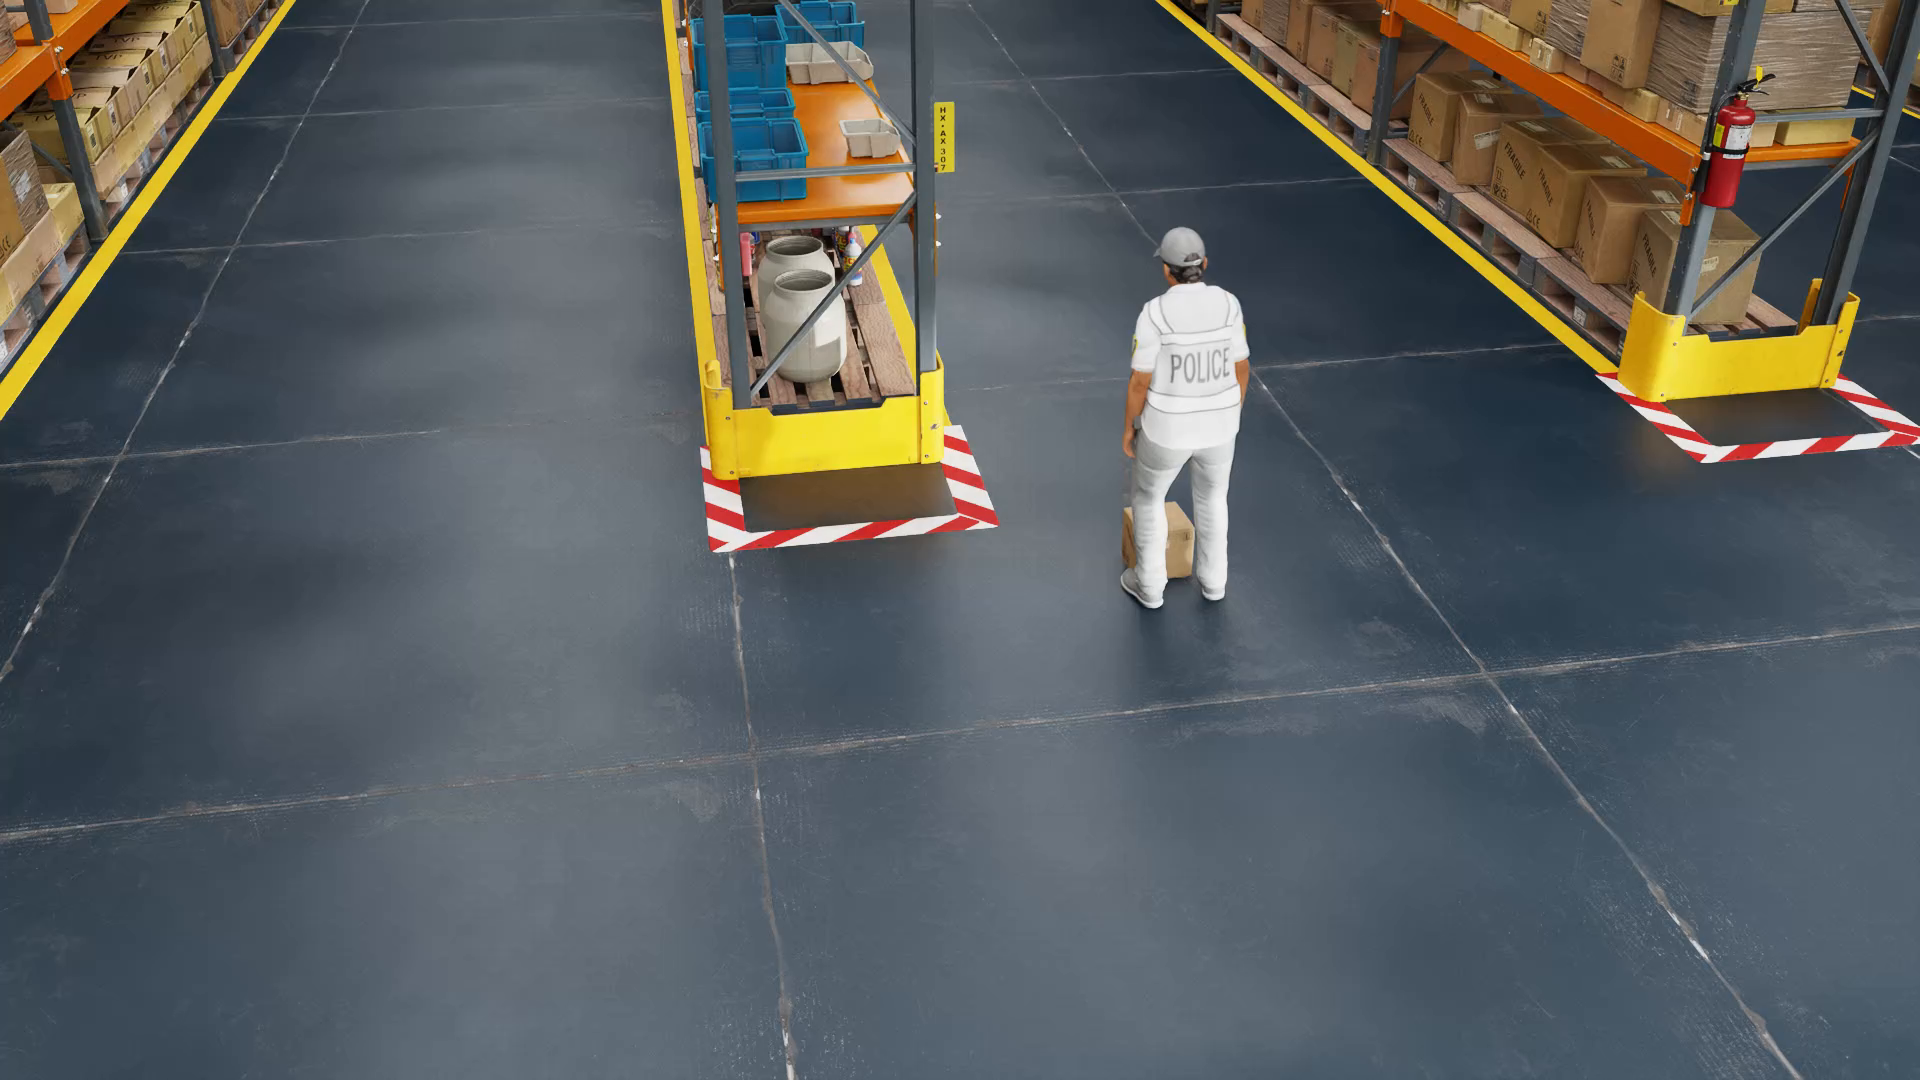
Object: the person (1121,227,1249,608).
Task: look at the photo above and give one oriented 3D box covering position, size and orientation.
[{"bbox_3d":[0.935,-0.488,6.943,0.554,1.665,0.468,-7,32,-12],"label":"person"}]
